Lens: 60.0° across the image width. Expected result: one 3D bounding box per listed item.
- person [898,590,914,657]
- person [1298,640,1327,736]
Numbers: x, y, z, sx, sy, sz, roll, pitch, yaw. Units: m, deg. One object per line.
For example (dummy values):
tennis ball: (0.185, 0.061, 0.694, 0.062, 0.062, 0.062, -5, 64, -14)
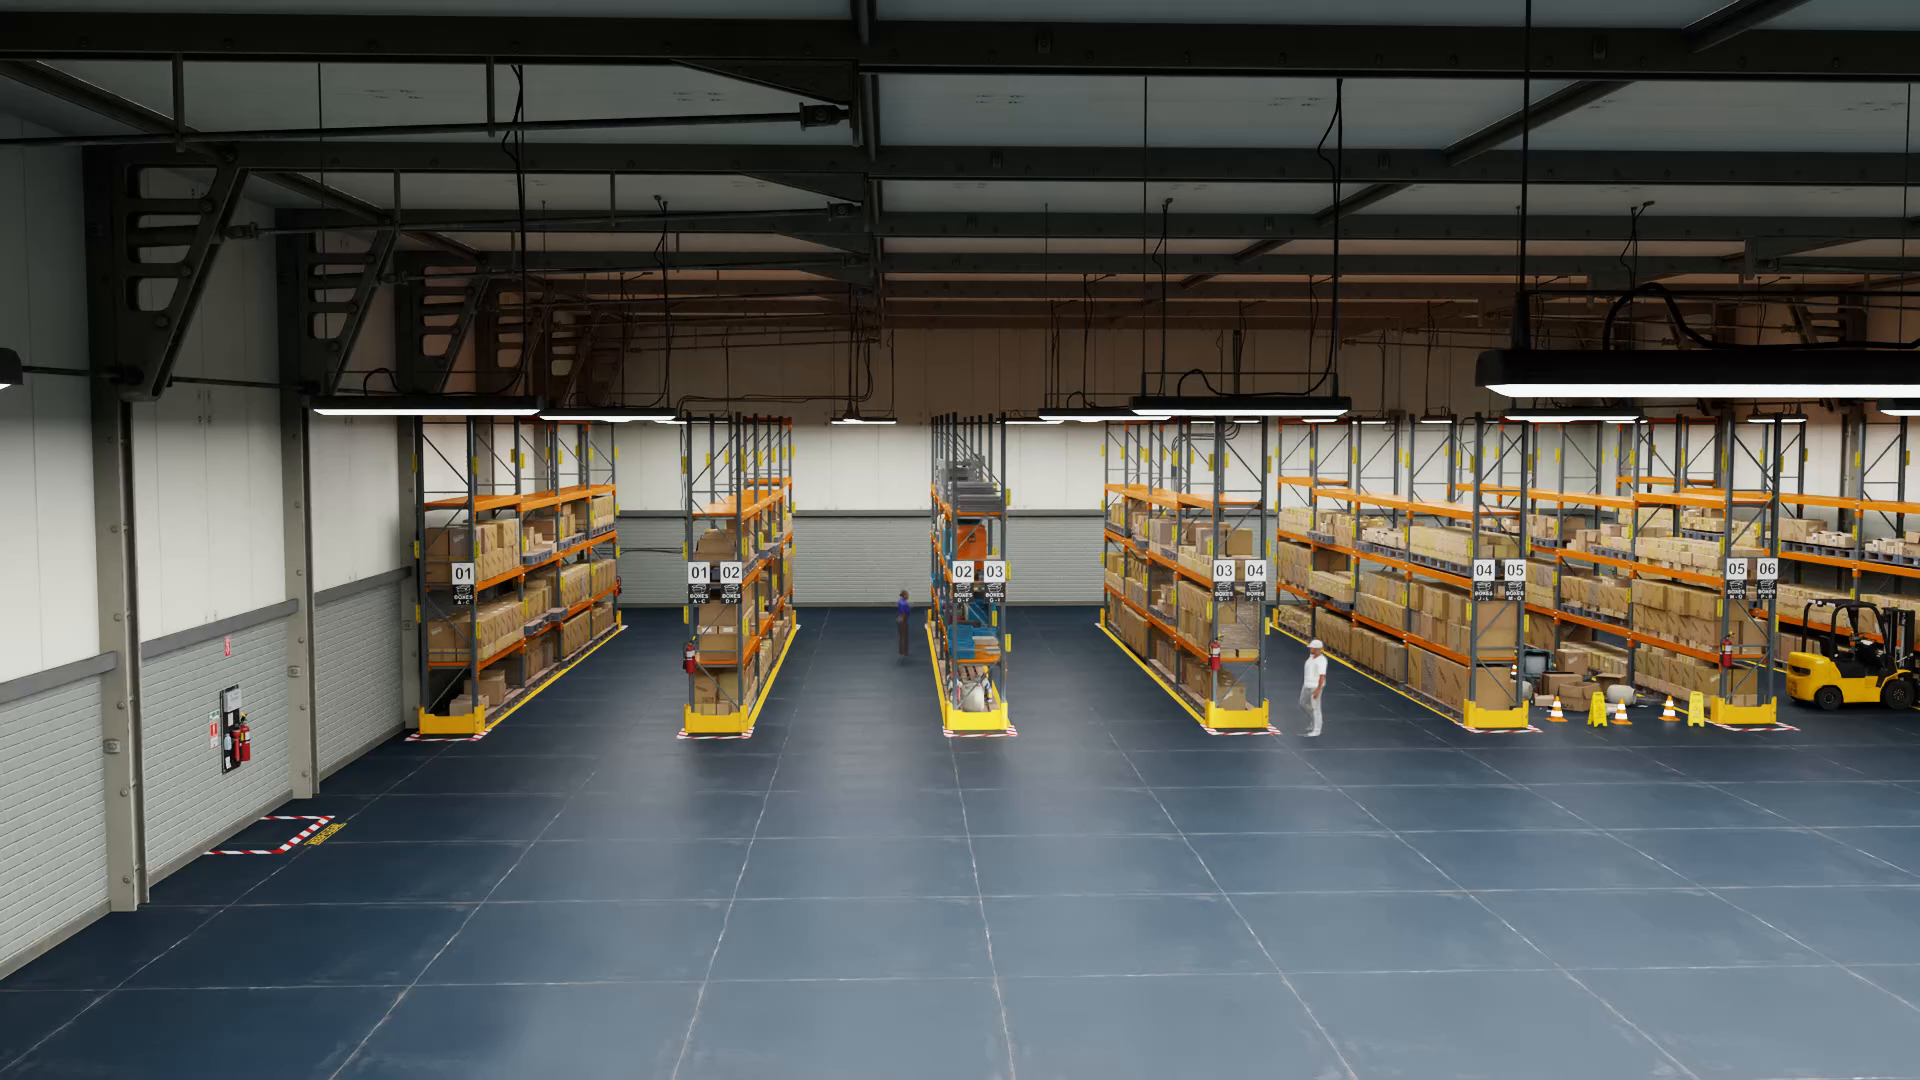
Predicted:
person: (-1.348, 2.060, 41.294, 0.394, 1.661, 0.510, 0, 4, -5)
person: (6.564, 2.726, 30.900, 0.507, 1.766, 0.652, -1, 4, -21)
